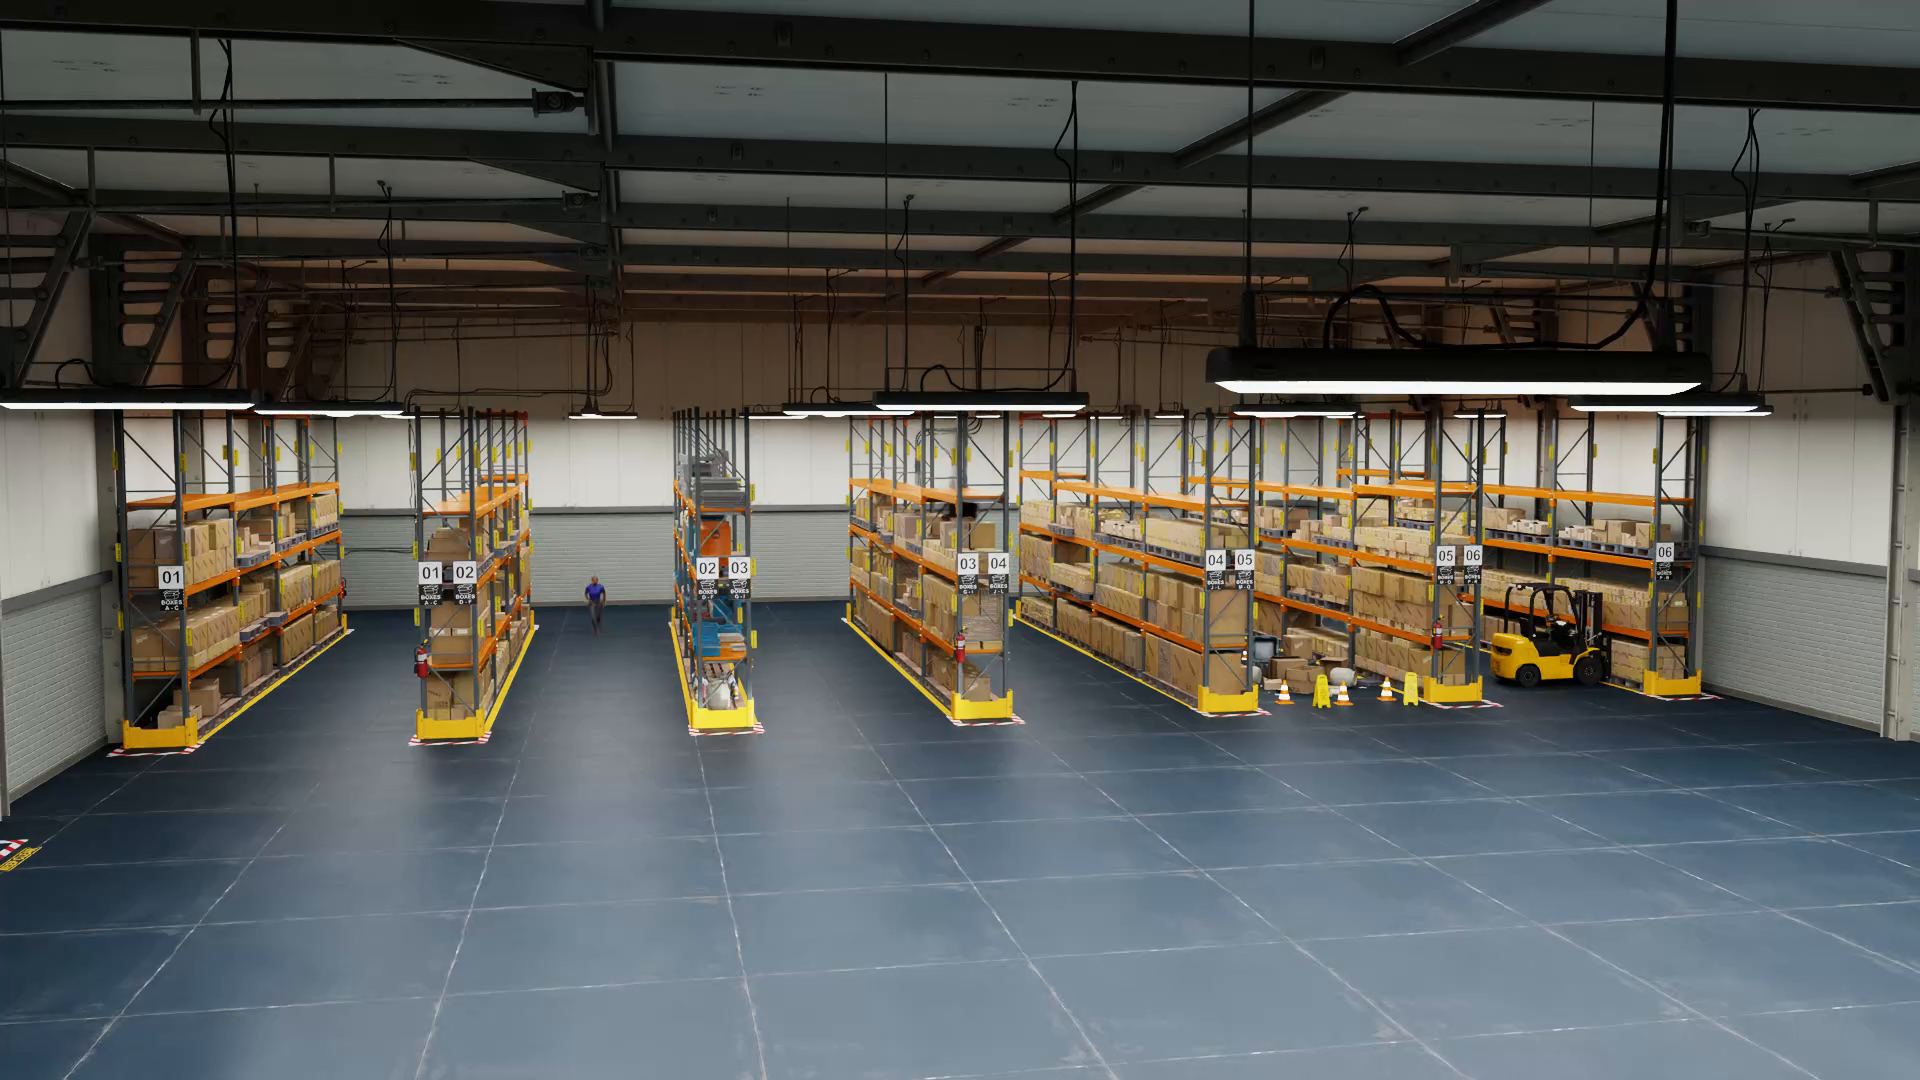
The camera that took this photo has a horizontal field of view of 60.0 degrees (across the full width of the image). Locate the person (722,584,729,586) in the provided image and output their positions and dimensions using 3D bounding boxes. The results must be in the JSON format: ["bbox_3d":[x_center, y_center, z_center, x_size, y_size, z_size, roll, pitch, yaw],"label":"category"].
[{"bbox_3d":[-6.763,1.517,47.803,0.877,1.645,0.643,1,4,10],"label":"person"}]

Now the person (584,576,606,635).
[{"bbox_3d":[-9.840,1.752,44.868,0.558,1.607,0.718,-1,4,-9],"label":"person"}]
